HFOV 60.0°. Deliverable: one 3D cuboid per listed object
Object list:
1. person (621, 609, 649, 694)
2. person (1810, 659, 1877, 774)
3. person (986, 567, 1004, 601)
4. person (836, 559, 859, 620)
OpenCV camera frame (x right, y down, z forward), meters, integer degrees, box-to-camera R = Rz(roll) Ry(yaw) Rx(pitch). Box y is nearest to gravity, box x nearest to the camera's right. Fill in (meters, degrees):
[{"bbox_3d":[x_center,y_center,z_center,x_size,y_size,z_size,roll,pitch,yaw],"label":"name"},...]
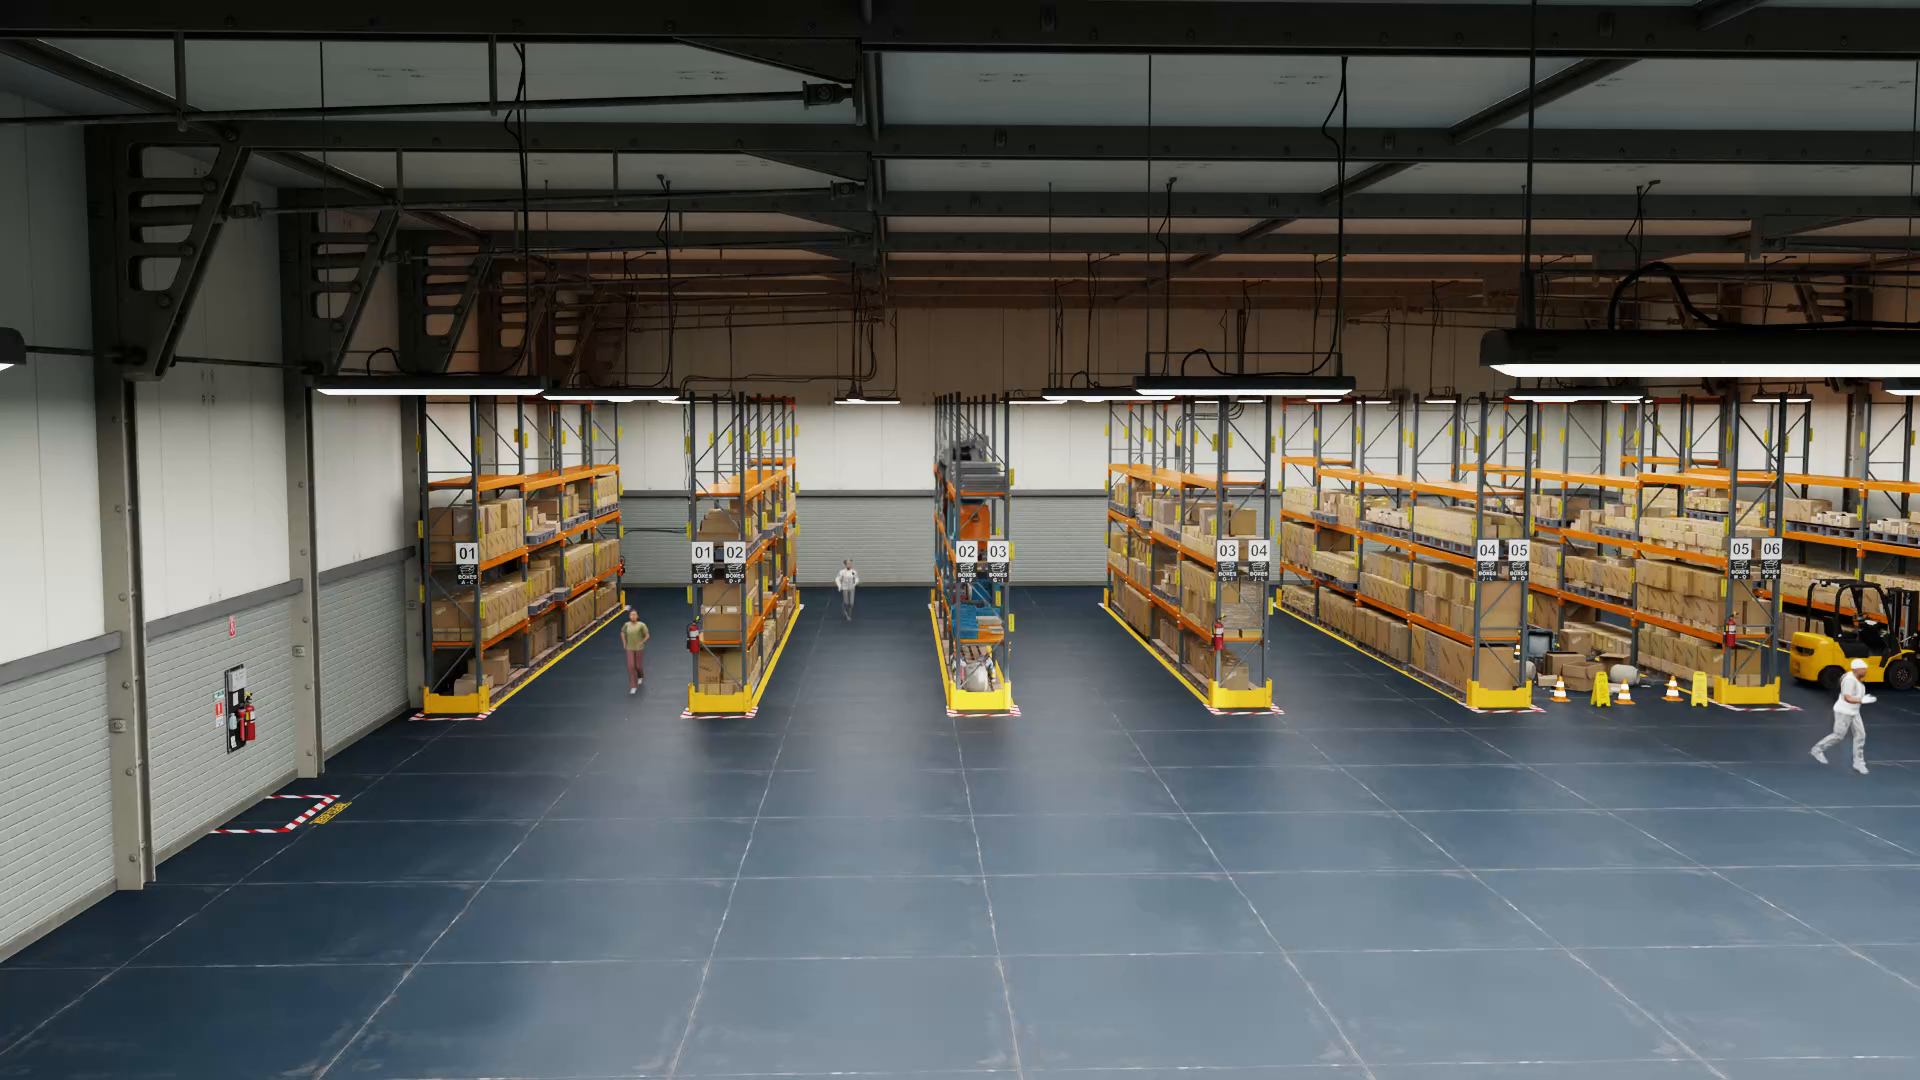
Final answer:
[{"bbox_3d":[-6.555,2.217,33.545,0.586,1.670,0.828,0,5,-2],"label":"person"},{"bbox_3d":[13.925,2.765,26.189,0.942,1.835,0.696,5,6,45],"label":"person"},{"bbox_3d":[0.864,0.947,48.920,0.911,1.751,0.667,0,5,6],"label":"person"},{"bbox_3d":[-2.988,1.334,44.540,0.612,1.656,0.542,-1,5,-15],"label":"person"}]
